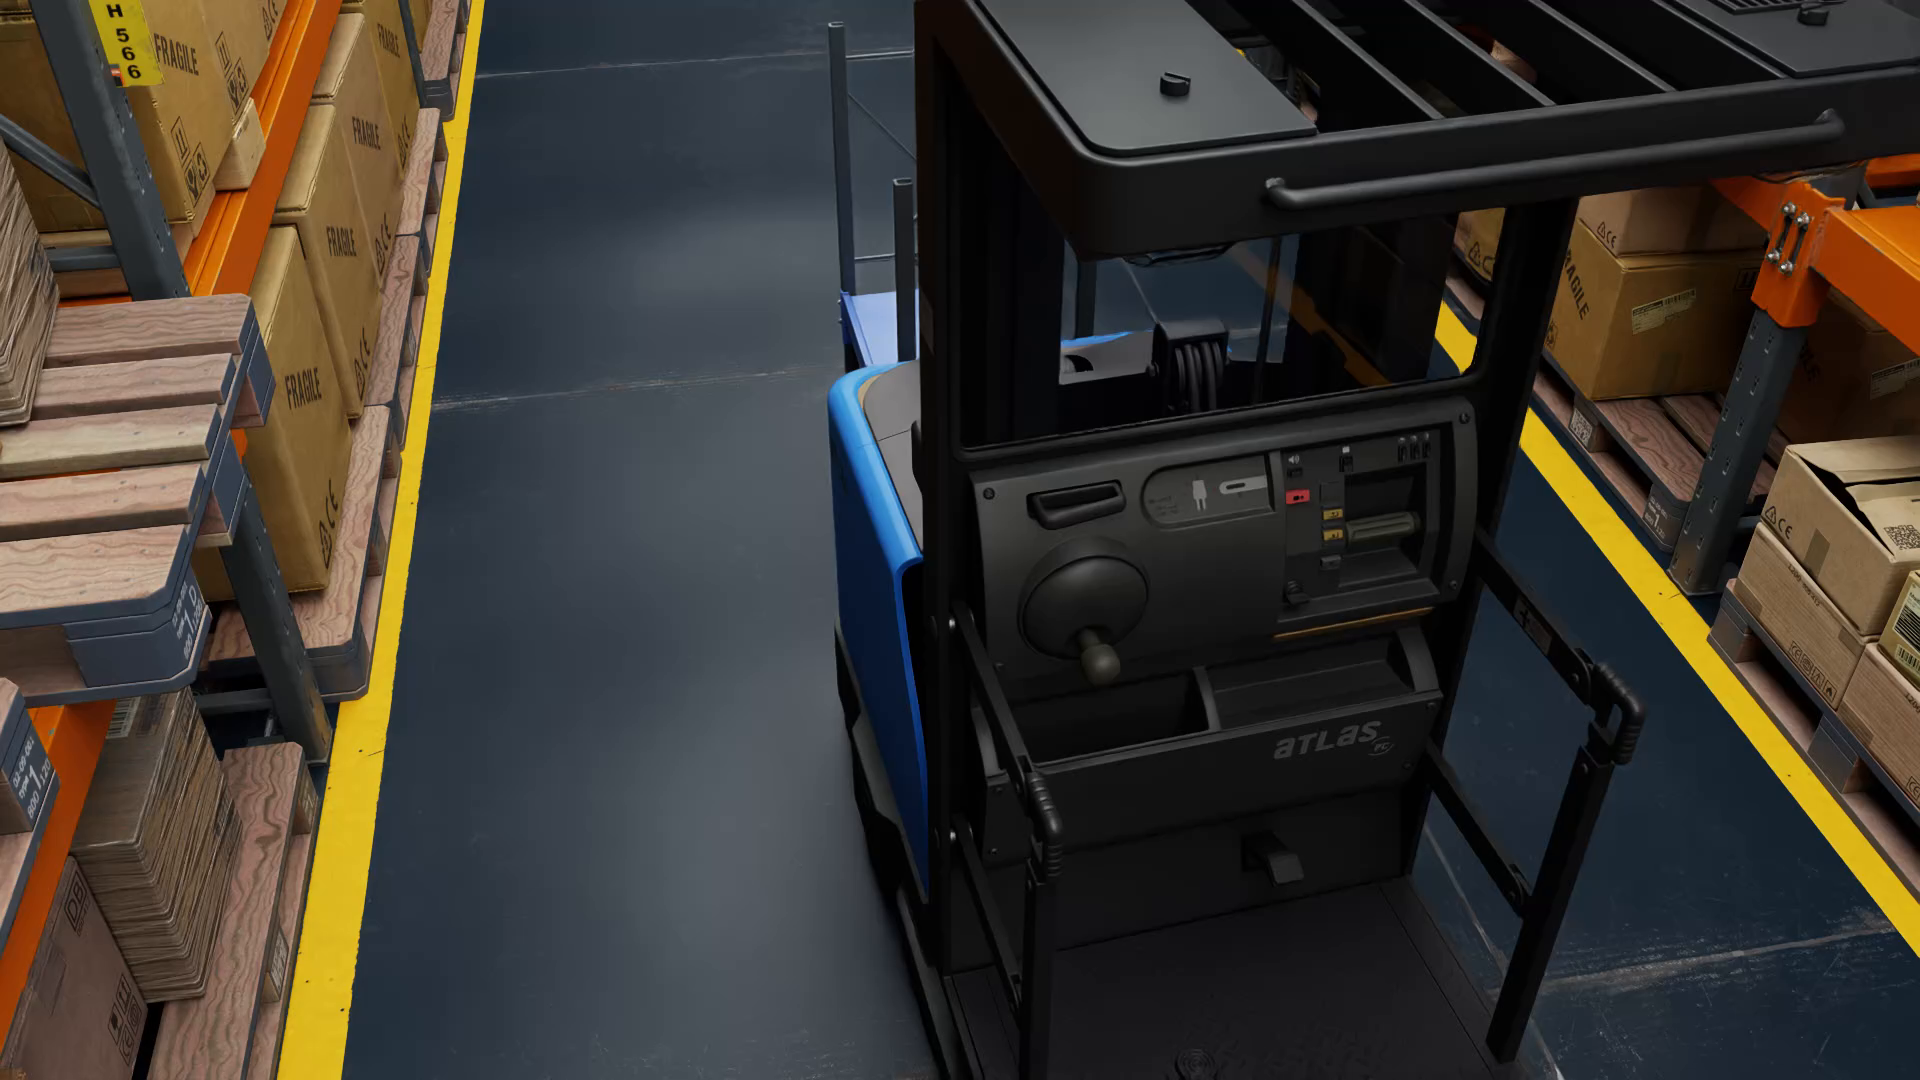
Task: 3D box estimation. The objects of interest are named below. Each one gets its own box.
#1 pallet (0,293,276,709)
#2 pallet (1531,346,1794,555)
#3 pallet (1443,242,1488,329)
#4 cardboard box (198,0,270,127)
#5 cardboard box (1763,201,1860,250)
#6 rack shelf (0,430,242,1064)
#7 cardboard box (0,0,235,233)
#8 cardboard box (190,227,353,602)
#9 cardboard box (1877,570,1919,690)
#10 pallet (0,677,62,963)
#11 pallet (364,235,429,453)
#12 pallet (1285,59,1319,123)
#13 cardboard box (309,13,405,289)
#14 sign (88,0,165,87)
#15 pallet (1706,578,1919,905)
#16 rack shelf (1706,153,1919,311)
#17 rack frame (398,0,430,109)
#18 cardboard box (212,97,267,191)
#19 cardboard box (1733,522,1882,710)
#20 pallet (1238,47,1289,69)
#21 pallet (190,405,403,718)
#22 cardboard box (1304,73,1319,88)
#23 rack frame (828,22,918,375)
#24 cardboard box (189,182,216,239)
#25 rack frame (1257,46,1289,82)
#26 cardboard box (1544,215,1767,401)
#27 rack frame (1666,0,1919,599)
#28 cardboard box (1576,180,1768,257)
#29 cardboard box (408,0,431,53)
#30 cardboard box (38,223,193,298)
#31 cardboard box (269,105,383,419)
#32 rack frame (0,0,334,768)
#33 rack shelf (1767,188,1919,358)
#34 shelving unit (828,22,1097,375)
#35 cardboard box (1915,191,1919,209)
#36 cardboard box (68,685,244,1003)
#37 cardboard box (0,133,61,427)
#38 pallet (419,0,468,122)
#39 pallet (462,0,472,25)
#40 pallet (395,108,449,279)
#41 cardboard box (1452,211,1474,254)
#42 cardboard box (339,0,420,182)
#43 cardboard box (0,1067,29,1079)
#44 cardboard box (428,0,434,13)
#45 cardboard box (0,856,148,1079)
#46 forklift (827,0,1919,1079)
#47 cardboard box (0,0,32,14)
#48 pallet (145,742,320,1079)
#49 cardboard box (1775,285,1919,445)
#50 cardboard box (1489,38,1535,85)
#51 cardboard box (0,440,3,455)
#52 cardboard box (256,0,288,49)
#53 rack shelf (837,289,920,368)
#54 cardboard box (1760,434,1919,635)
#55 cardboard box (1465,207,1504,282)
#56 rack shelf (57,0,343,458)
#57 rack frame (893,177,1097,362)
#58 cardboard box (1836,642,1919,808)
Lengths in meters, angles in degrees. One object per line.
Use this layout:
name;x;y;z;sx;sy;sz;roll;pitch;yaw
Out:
pallet;-1.972;-0.068;3.048;1.213;0.211;1.003;-6;38;-8
pallet;2.581;-0.451;5.659;1.003;0.211;1.213;-6;38;-8
pallet;2.371;-1.187;6.605;1.003;0.211;1.213;-6;38;-8
cardboard box;-2.117;-1.365;4.222;0.500;0.500;0.500;-5;38;-6
cardboard box;2.779;-0.905;5.649;0.500;0.500;0.500;-8;38;-10
rack shelf;-1.851;0.930;2.195;1.077;0.370;4.000;-6;38;-8
cardboard box;-2.035;-1.048;3.814;0.500;0.500;0.500;-5;38;-7
cardboard box;-2.201;-0.338;4.650;0.750;0.750;0.750;-7;38;-9
cardboard box;2.578;0.265;3.905;0.500;0.311;0.500;-7;38;-9
pallet;-1.814;0.705;2.054;1.003;0.211;1.213;-6;38;-8
pallet;-2.476;-0.681;5.954;1.003;0.211;1.213;-6;38;-8
pallet;2.153;-1.925;7.556;1.003;0.211;1.213;-6;38;-8
cardboard box;-2.502;-1.380;5.991;0.750;0.750;0.750;-5;38;-7
sign;-1.669;-1.052;3.280;0.100;0.325;0.005;-6;38;-8
pallet;2.781;0.505;4.428;1.003;0.211;1.213;-6;38;-8
rack shelf;2.324;-2.021;5.993;1.077;0.370;4.000;-6;38;-8
rack frame;-2.903;-2.978;6.639;1.000;3.000;0.127;-6;38;-8
cardboard box;-2.030;-1.018;4.303;0.380;0.149;0.250;-5;38;-7
cardboard box;2.477;0.170;4.485;0.500;0.250;0.500;-6;38;-8
pallet;1.854;-2.827;8.717;1.003;0.211;1.213;-6;38;-8
pallet;-2.266;0.054;5.008;1.003;0.211;1.213;-6;38;-8
cardboard box;1.818;-2.382;7.550;0.500;0.500;0.500;-8;39;-10
rack frame;-0.124;-0.885;5.167;0.500;1.500;0.032;-8;38;-10
cardboard box;-2.067;-0.848;4.085;0.380;0.149;0.250;-6;38;-7
rack frame;1.973;-3.513;7.328;1.000;3.000;0.127;-6;38;-8
cardboard box;2.280;-0.824;5.544;0.500;0.500;0.500;-5;38;-6
rack frame;2.675;-1.097;4.218;1.000;3.000;0.127;-6;38;-8
cardboard box;2.266;-1.153;5.357;0.500;0.250;0.500;-5;38;-6
cardboard box;-2.933;-2.620;7.872;0.700;0.500;0.500;-6;38;-7
cardboard box;-2.031;-0.695;3.888;0.380;0.149;0.250;-7;38;-9
cardboard box;-2.349;-0.867;5.331;0.750;0.750;0.750;-6;38;-8
rack frame;-2.202;-0.562;3.529;1.000;3.000;0.127;-6;38;-8
rack shelf;3.025;0.395;2.883;1.077;0.370;4.000;-6;38;-8
shelving unit;-0.017;-0.580;4.774;0.538;1.500;1.048;-8;38;-10
cardboard box;2.695;-0.838;3.956;0.500;0.311;0.500;-4;38;-5
cardboard box;-2.024;0.680;3.608;0.700;0.500;0.500;-6;38;-7
cardboard box;-2.109;-0.493;2.999;0.700;0.500;0.500;-11;39;-13
pallet;-2.959;-2.345;8.096;1.003;0.211;1.213;-6;38;-8
pallet;-3.176;-3.083;9.047;1.003;0.211;1.213;-6;38;-8
pallet;-2.693;-1.419;6.905;1.003;0.211;1.213;-6;38;-8
cardboard box;2.091;-1.453;6.354;0.500;0.500;0.500;-8;38;-10
cardboard box;-2.661;-1.917;6.682;0.750;0.750;0.750;-6;38;-7
cardboard box;-1.933;1.301;2.809;0.700;0.500;0.500;-6;38;-8
cardboard box;-3.018;-2.924;8.263;0.700;0.500;0.500;-7;38;-8
cardboard box;-2.048;1.004;3.192;0.700;0.500;0.500;-6;38;-8
forklift;0.537;0.076;2.763;1.130;2.935;3.031;-9;39;-12
cardboard box;-2.032;-1.343;3.582;0.500;0.250;0.500;-5;38;-7
pallet;-2.066;1.011;3.777;1.003;0.211;1.213;-6;38;-8
cardboard box;2.876;-0.590;5.243;0.500;0.500;0.500;-5;38;-6
cardboard box;2.082;-1.771;6.152;0.500;0.250;0.500;-7;38;-9
cardboard box;-1.985;-0.158;2.569;0.700;0.500;0.500;-10;39;-12
cardboard box;-2.203;-1.665;4.608;0.500;0.500;0.500;-6;38;-8
rack shelf;-0.017;-0.438;4.885;0.538;0.185;1.000;-8;38;-10
cardboard box;2.477;-0.051;4.313;0.500;0.311;0.500;-5;38;-6
cardboard box;2.189;-1.136;5.947;0.500;0.500;0.500;-8;38;-10
rack shelf;-2.552;-1.486;5.305;1.077;0.370;4.000;-6;38;-8
rack frame;0.090;-0.275;4.382;0.500;1.500;0.032;-8;38;-10
cardboard box;2.566;0.474;4.094;0.500;0.250;0.500;-7;38;-9
